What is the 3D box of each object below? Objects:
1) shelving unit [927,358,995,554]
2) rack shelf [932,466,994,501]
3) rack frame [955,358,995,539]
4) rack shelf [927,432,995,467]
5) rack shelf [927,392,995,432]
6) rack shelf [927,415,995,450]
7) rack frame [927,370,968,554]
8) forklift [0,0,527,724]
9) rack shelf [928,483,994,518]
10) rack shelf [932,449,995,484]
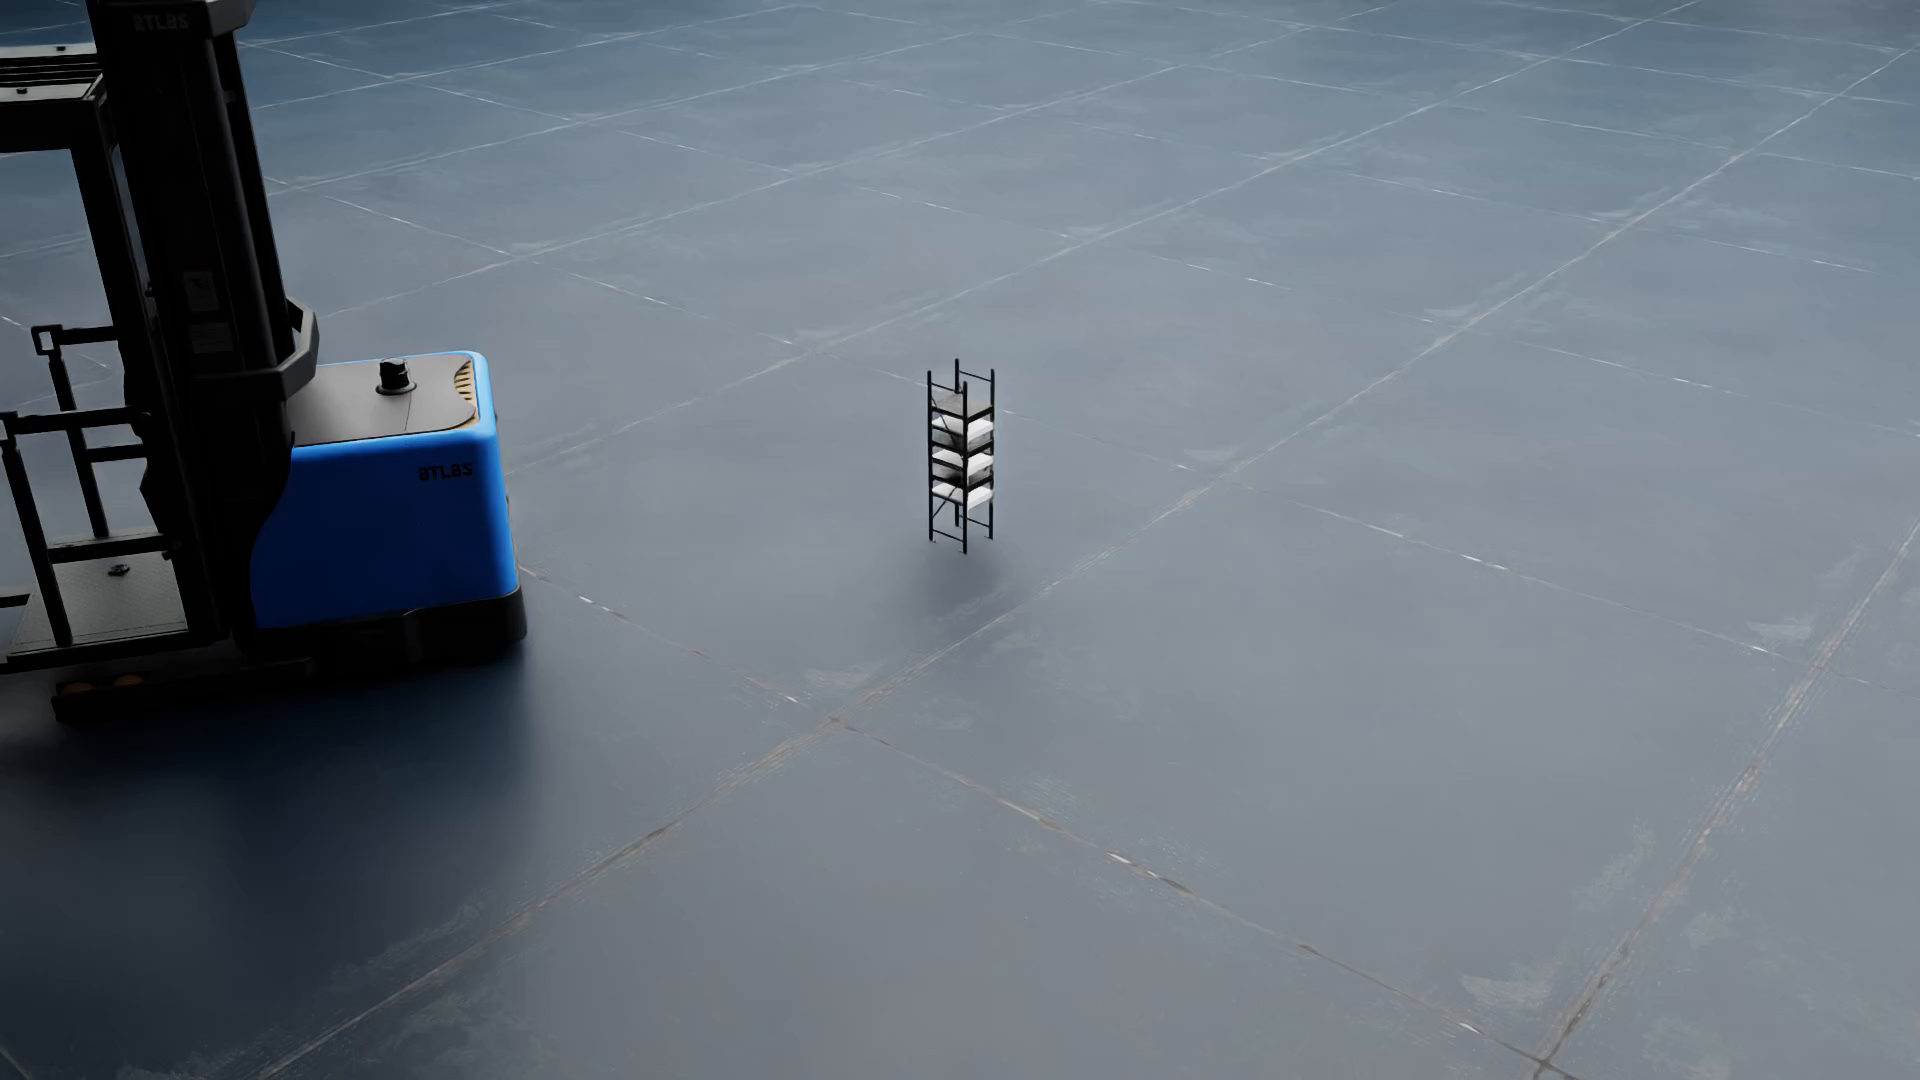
[{"bbox_3d":[0.005,-0.403,8.049,0.258,0.900,0.210,21,34,34],"label":"shelving unit"},{"bbox_3d":[0.005,-0.293,8.105,0.258,0.077,0.200,21,34,34],"label":"rack shelf"},{"bbox_3d":[0.070,-0.439,8.118,0.240,0.900,0.006,21,34,34],"label":"rack frame"},{"bbox_3d":[0.005,-0.453,8.023,0.258,0.077,0.200,21,34,34],"label":"rack shelf"},{"bbox_3d":[0.005,-0.613,7.940,0.258,0.077,0.200,21,34,34],"label":"rack shelf"},{"bbox_3d":[0.005,-0.533,7.981,0.258,0.077,0.200,21,34,34],"label":"rack shelf"},{"bbox_3d":[-0.059,-0.367,7.979,0.240,0.900,0.006,21,34,34],"label":"rack frame"},{"bbox_3d":[-3.476,-0.821,6.647,3.031,2.935,1.130,-8,28,-15],"label":"forklift"},{"bbox_3d":[0.005,-0.213,8.147,0.258,0.077,0.200,21,34,34],"label":"rack shelf"},{"bbox_3d":[0.005,-0.373,8.064,0.258,0.077,0.200,21,34,34],"label":"rack shelf"}]
